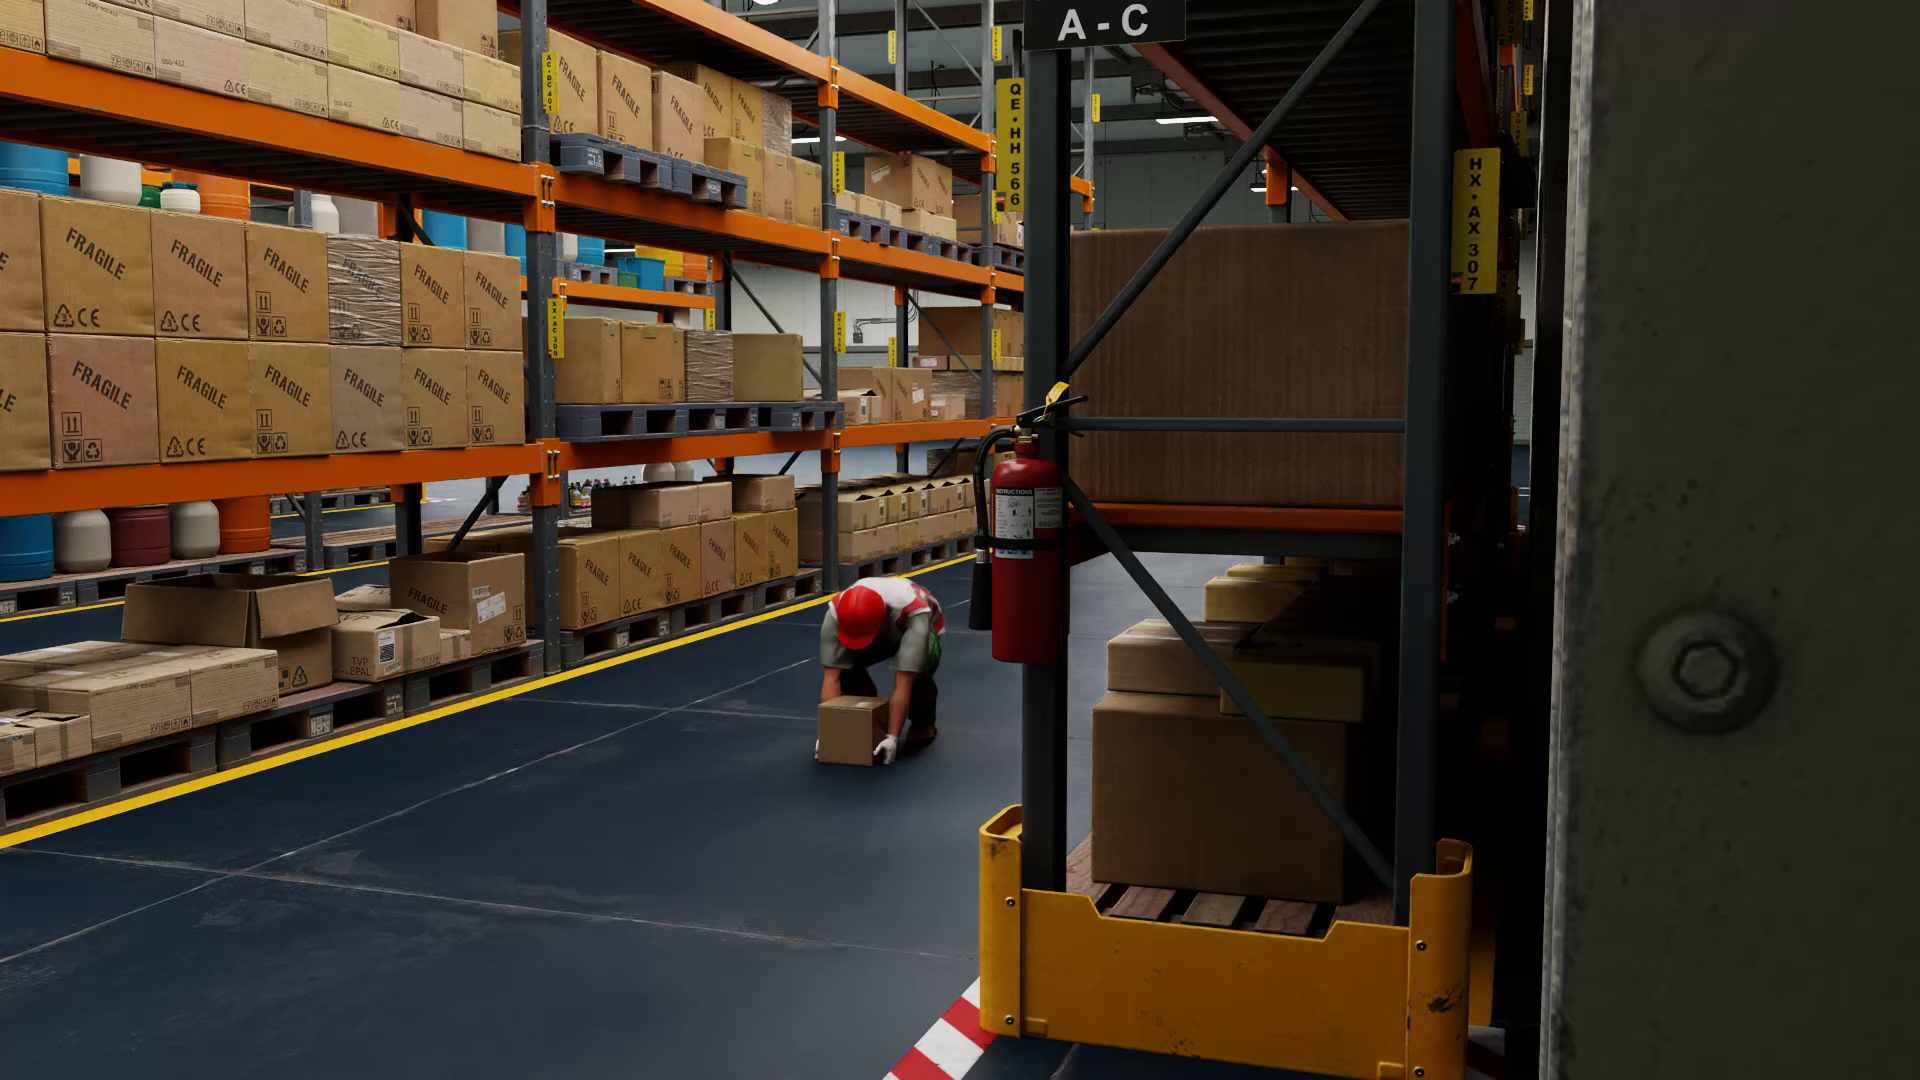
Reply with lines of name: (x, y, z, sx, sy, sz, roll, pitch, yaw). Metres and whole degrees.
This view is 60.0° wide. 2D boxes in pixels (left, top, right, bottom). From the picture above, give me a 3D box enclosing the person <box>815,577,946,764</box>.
person: (-0.348, 0.558, 7.467, 0.521, 0.796, 0.950, 2, 5, 17)
